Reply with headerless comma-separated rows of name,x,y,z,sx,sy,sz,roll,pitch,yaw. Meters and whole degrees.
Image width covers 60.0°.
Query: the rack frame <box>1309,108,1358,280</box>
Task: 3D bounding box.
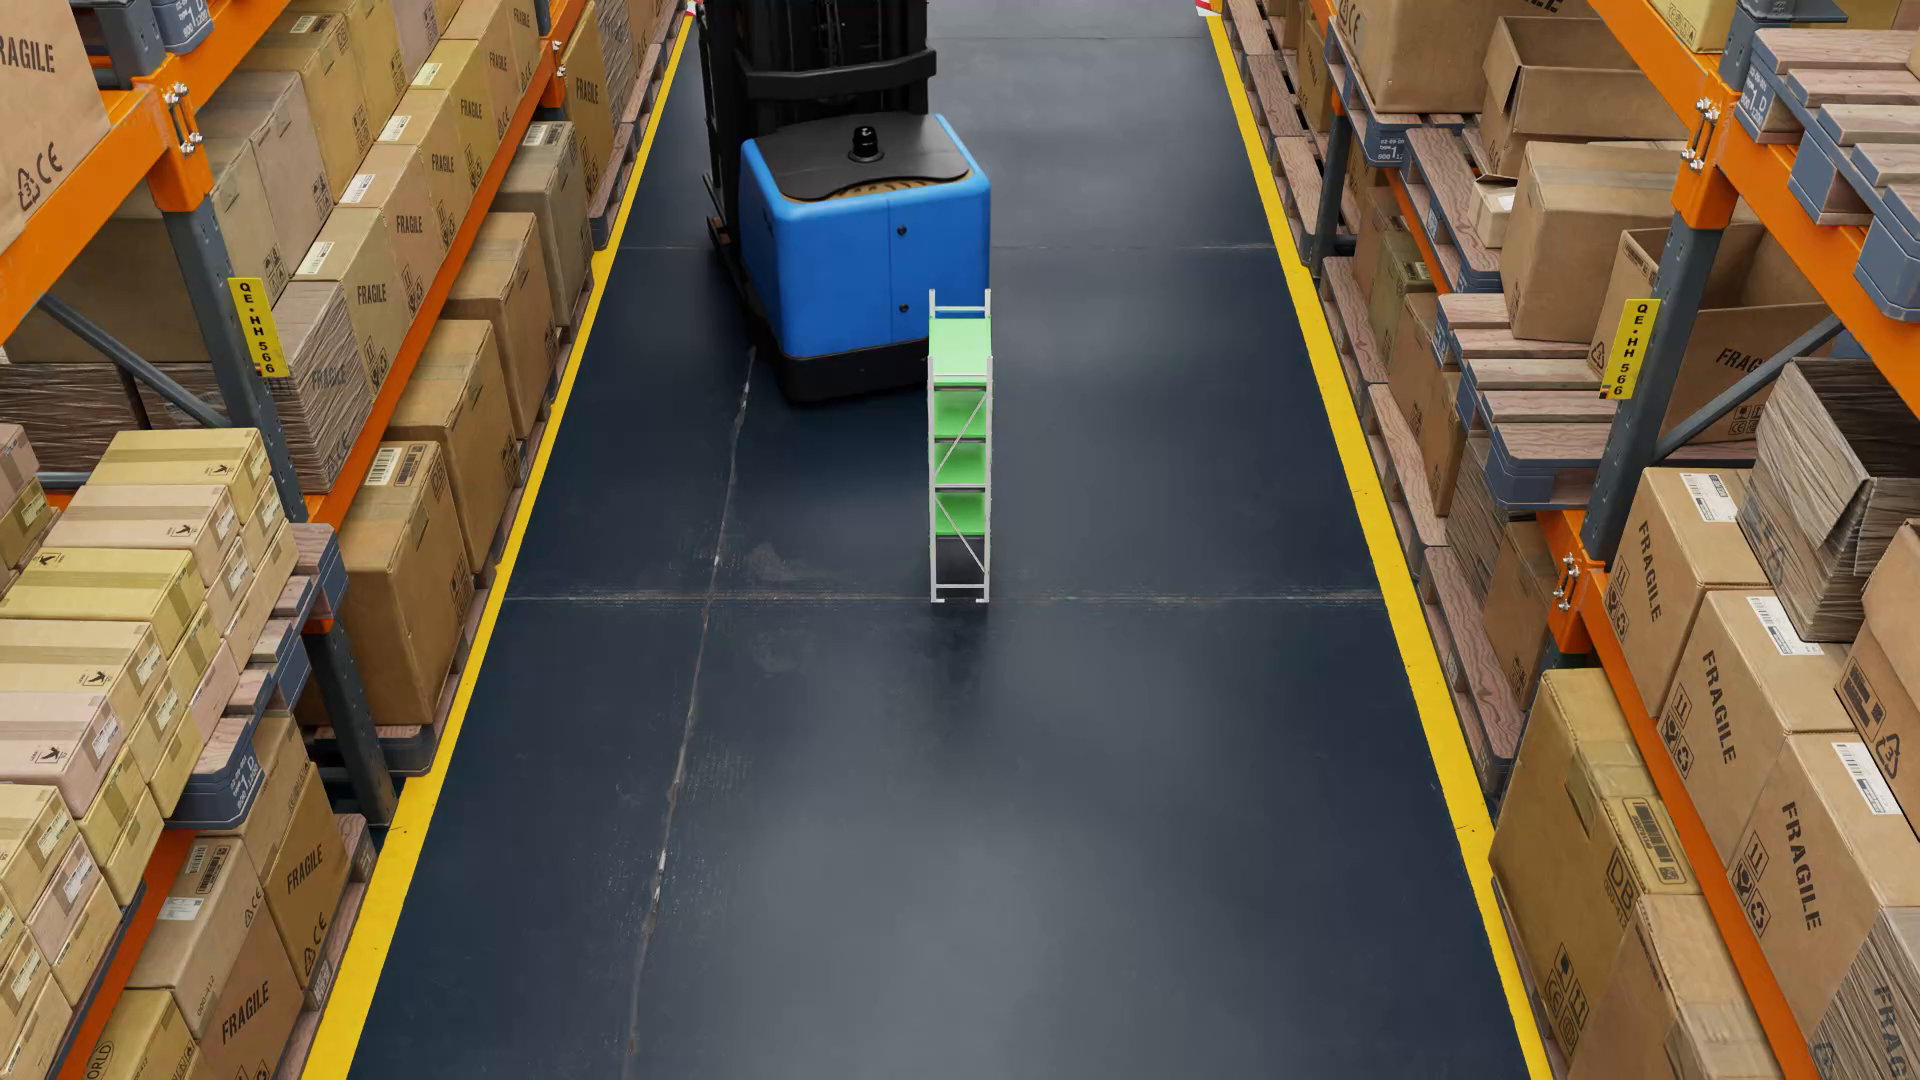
rack frame,2.412,-2.617,8.117,1.000,3.000,0.127,0,39,0

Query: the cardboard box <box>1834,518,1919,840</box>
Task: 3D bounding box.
cardboard box,2.399,0.318,3.572,0.797,0.503,0.637,1,39,1

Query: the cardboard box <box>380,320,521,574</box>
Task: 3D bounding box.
cardboard box,-2.459,-0.389,6.800,1.050,0.750,0.750,1,39,1

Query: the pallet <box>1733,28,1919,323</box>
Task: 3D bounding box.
pallet,2.470,-0.810,3.615,1.213,0.211,1.003,2,39,2

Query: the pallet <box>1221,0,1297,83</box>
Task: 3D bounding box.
pallet,2.373,-3.475,11.418,1.003,0.211,1.213,0,39,0

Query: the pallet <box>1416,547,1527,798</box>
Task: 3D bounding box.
pallet,2.417,0.483,6.478,1.003,0.211,1.213,0,39,0

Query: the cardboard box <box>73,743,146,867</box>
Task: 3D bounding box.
cardboard box,-2.085,0.595,3.736,0.380,0.149,0.250,0,39,0

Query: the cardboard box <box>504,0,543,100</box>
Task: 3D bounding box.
cardboard box,-2.280,-2.390,7.754,0.500,0.500,0.500,0,39,0

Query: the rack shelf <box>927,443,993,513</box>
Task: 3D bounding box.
rack shelf,0.000,-0.315,6.786,0.258,0.148,0.480,0,39,0

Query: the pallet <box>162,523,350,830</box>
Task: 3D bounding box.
pallet,-2.436,0.345,4.574,1.213,0.211,1.003,0,39,0

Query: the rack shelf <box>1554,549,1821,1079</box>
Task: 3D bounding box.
rack shelf,2.419,1.415,3.660,1.077,0.370,4.000,0,39,0

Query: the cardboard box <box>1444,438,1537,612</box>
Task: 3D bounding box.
cardboard box,2.382,-0.078,6.596,0.700,0.500,0.500,-3,39,-4

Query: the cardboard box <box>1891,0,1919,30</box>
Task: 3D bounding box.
cardboard box,2.671,-1.522,4.472,0.500,0.250,0.500,1,39,1

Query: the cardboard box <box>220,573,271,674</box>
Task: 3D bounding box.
cardboard box,-2.085,0.222,4.439,0.380,0.149,0.250,0,39,0

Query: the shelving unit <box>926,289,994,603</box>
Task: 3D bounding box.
shelving unit,0.000,-0.365,6.746,0.258,1.200,0.503,0,39,0

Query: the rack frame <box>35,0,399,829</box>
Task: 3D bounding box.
rack frame,-2.544,-0.176,5.070,1.000,3.000,0.127,0,39,0

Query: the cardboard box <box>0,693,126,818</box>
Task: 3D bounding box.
cardboard box,-2.088,0.471,3.653,0.380,0.149,0.250,0,39,0

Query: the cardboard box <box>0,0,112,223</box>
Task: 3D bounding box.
cardboard box,-2.289,-1.028,3.656,0.500,0.500,0.500,0,39,0

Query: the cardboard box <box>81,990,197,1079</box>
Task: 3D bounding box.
cardboard box,-2.284,1.404,4.162,0.500,0.250,0.500,1,39,1

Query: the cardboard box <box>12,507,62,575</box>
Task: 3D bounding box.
cardboard box,-2.745,0.039,4.668,0.380,0.149,0.250,-1,39,-1

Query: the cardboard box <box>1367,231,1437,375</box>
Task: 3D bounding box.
cardboard box,2.373,-1.131,7.910,0.700,0.500,0.500,0,39,0

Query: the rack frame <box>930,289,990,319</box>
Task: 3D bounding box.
rack frame,0.000,-0.517,6.936,0.240,1.200,0.015,0,39,0

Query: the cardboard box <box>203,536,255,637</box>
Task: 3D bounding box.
cardboard box,-2.086,0.118,4.331,0.380,0.149,0.250,1,39,2

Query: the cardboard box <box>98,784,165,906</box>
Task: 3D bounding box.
cardboard box,-2.086,0.707,3.834,0.380,0.149,0.250,-2,39,-2

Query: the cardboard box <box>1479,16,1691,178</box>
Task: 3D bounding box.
cardboard box,2.506,-1.738,6.601,0.797,0.503,0.637,4,39,5

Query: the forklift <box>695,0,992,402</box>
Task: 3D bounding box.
forklift,-0.773,-2.732,8.316,1.130,2.935,3.031,-11,40,-14

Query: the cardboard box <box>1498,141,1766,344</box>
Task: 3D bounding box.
cardboard box,2.275,-1.006,5.690,0.700,0.500,0.500,5,39,7

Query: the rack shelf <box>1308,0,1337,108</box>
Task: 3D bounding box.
rack shelf,2.410,-3.587,9.903,1.077,0.370,4.000,0,39,0

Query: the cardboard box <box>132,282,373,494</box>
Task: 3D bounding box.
cardboard box,-2.274,-0.496,5.390,0.500,0.500,0.500,0,39,0

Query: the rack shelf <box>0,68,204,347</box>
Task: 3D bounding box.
rack shelf,-2.541,0.185,2.797,1.077,0.370,4.000,0,39,0

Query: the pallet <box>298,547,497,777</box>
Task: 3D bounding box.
pallet,-2.469,0.419,6.558,1.003,0.211,1.213,0,39,0

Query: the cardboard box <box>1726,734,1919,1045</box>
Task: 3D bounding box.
cardboard box,2.152,0.792,3.783,0.500,0.500,0.500,-1,39,-1

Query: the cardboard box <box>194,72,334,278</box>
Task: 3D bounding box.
cardboard box,-2.536,-1.202,5.472,0.700,0.500,0.500,-1,39,-1

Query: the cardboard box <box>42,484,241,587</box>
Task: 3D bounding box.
cardboard box,-2.087,-0.010,4.254,0.380,0.149,0.250,0,39,-1

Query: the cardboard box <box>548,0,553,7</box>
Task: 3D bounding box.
cardboard box,-2.561,-2.966,8.433,0.875,0.550,0.550,0,39,0

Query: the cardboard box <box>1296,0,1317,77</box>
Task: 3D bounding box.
cardboard box,2.408,-3.151,10.447,0.500,0.500,0.500,3,39,4

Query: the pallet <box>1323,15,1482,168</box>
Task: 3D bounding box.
pallet,2.267,-2.064,7.581,1.003,0.211,1.213,0,39,0

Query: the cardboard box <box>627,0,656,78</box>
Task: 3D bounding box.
cardboard box,-2.483,-3.539,10.631,0.875,0.875,0.875,-1,39,-1

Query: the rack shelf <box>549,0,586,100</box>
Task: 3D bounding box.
rack shelf,-2.550,-3.647,9.977,1.077,0.370,4.000,0,39,0

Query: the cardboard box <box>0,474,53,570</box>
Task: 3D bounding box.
cardboard box,-2.744,-0.055,4.547,0.380,0.149,0.250,2,39,2

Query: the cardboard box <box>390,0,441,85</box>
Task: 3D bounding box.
cardboard box,-2.539,-2.158,6.665,0.700,0.500,0.500,0,39,0

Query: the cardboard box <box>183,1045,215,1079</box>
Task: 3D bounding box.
cardboard box,-2.268,1.703,4.390,0.500,0.500,0.500,-2,39,-2

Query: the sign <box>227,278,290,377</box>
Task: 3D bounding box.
sign,-2.001,-0.603,4.741,0.100,0.325,0.005,0,39,0

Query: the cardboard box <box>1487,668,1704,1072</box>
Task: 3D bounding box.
cardboard box,2.397,0.981,4.991,1.225,0.875,0.875,-2,39,-2

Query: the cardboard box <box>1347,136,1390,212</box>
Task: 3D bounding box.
cardboard box,2.451,-2.056,9.080,0.500,0.500,0.500,-1,39,-1

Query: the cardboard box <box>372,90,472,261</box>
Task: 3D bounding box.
cardboard box,-2.276,-1.440,6.569,0.500,0.500,0.500,0,39,-1

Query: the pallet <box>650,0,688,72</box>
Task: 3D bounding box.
pallet,-2.474,-3.590,11.561,1.003,0.211,1.213,0,39,0
